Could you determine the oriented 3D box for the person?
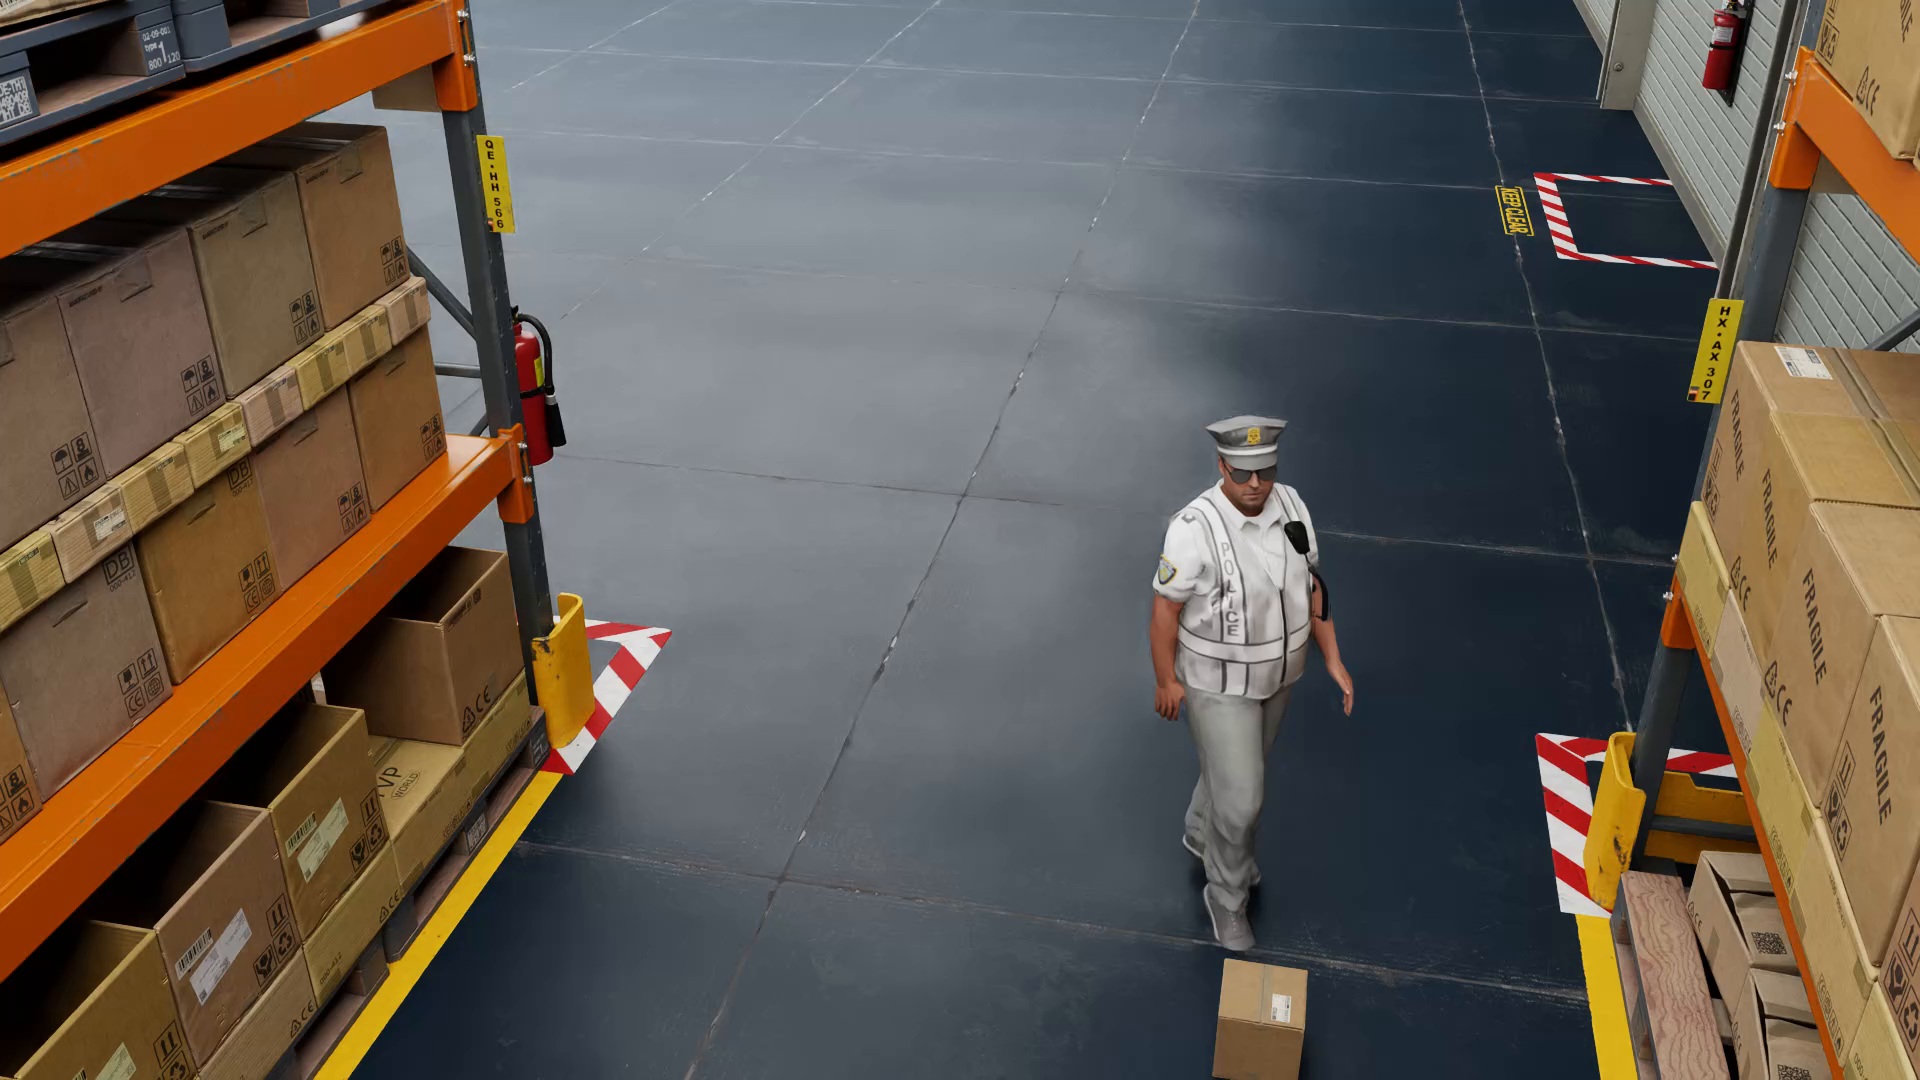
[{"bbox_3d":[0.926,0.473,5.303,0.552,1.862,0.543,-20,35,-33],"label":"person"}]
